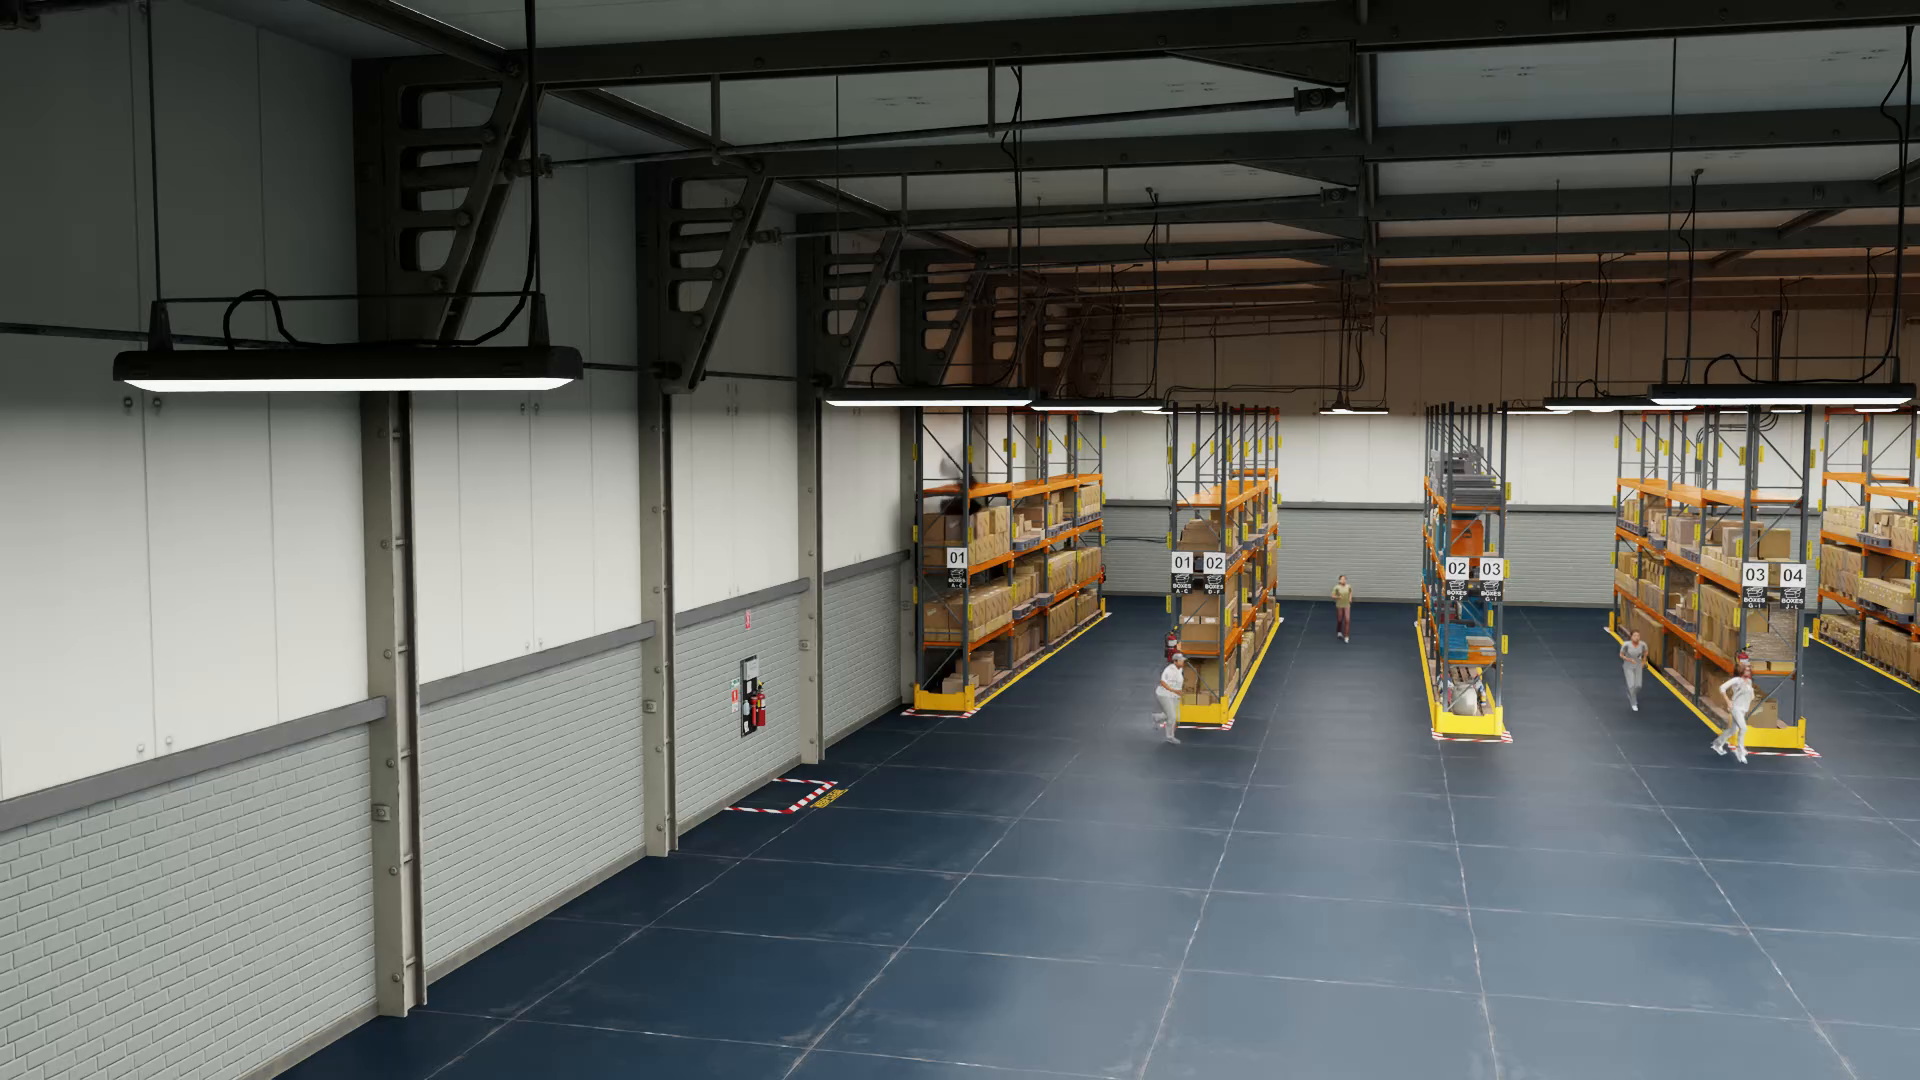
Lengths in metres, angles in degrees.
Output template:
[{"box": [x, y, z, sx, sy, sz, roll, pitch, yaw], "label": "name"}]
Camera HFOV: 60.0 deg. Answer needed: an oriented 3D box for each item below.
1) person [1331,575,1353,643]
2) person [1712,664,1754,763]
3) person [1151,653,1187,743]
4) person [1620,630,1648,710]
[{"box": [9.787, 1.735, 42.553, 0.573, 1.694, 0.931, 0, 4, 4], "label": "person"}, {"box": [13.004, 2.896, 27.895, 0.591, 1.654, 0.670, -3, 5, -37], "label": "person"}, {"box": [3.675, 2.774, 29.332, 0.739, 1.610, 0.572, 4, 6, 43], "label": "person"}, {"box": [13.188, 2.538, 32.547, 0.552, 1.614, 0.681, 1, 4, 13], "label": "person"}]
